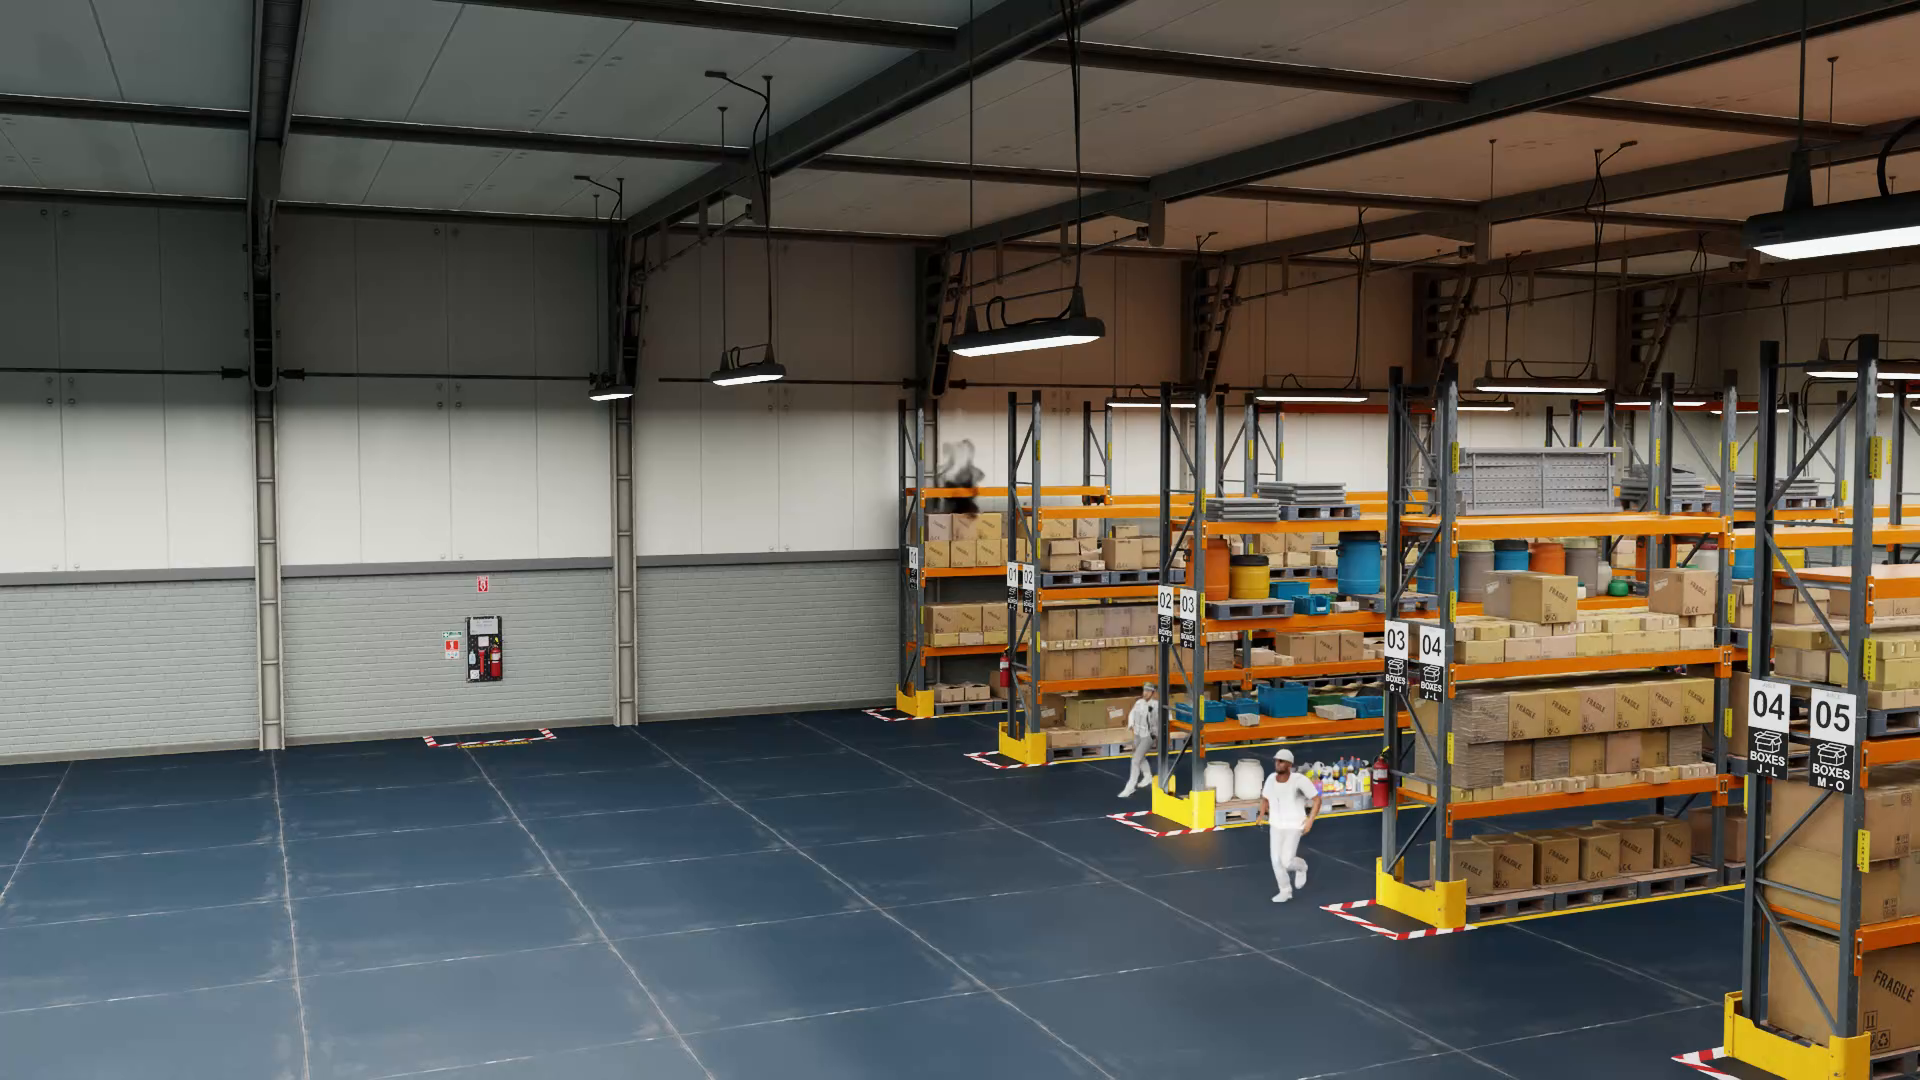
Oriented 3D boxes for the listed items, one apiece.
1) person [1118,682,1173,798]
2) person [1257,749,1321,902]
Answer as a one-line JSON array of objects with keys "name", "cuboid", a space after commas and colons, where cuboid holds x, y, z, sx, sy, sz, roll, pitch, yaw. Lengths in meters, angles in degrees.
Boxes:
[{"name": "person", "cuboid": [2.713, 2.905, 24.335, 0.824, 1.706, 0.678, -3, 4, -41]}, {"name": "person", "cuboid": [3.665, 3.209, 18.674, 0.695, 1.728, 0.618, 3, 5, 43]}]
